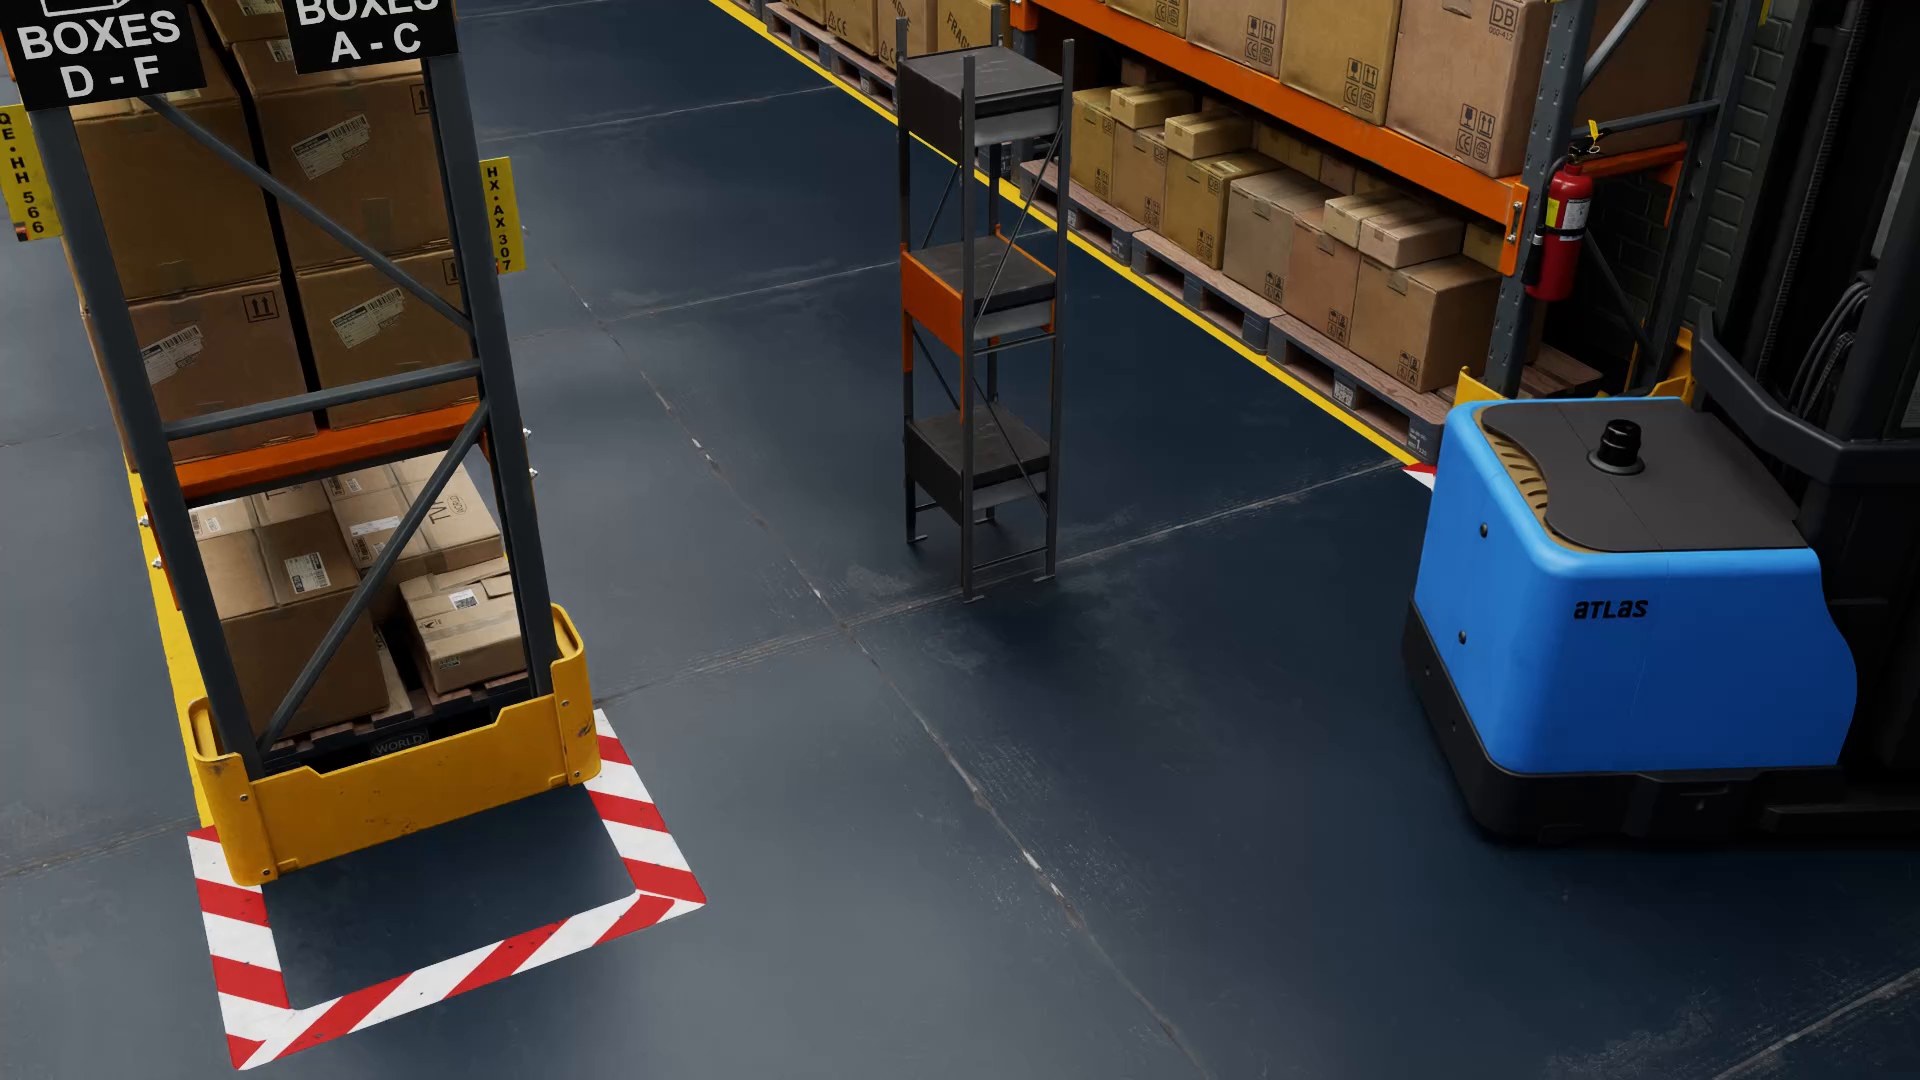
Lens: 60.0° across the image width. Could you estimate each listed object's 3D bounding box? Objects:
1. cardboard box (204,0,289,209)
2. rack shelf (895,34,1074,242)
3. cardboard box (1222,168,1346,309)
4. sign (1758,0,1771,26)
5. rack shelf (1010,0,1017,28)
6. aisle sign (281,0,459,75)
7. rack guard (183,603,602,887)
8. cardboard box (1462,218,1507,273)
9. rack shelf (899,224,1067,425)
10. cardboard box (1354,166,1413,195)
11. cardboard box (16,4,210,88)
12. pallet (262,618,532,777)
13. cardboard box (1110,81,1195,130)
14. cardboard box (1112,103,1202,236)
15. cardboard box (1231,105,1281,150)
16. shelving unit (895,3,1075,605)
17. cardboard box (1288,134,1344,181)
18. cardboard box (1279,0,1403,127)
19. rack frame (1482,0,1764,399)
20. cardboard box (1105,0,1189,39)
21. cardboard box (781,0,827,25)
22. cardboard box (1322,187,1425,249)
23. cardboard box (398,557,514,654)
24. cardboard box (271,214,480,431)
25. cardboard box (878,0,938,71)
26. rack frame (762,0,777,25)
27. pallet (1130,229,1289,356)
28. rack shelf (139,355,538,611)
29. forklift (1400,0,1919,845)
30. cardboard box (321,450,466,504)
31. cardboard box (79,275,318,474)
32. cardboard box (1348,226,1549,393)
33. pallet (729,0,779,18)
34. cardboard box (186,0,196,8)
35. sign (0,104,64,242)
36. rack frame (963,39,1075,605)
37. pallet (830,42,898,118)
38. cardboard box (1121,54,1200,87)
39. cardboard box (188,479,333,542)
[{"bbox_3d":[-1.961,-1.370,5.088,0.500,0.500,0.500,-15,36,-23],"label":"cardboard box"},{"bbox_3d":[0.077,-1.383,5.690,0.431,0.518,0.480,-16,36,-23],"label":"rack shelf"},{"bbox_3d":[1.760,-1.541,8.303,0.700,0.500,0.500,-17,36,-25],"label":"cardboard box"},{"bbox_3d":[3.137,-2.164,6.471,0.100,0.325,0.005,-16,36,-23],"label":"sign"},{"bbox_3d":[-0.154,-4.190,11.176,1.077,0.370,4.000,-16,36,-23],"label":"rack shelf"},{"bbox_3d":[-1.446,-1.517,3.928,0.394,0.787,0.004,-16,36,-23],"label":"aisle sign"},{"bbox_3d":[-1.773,0.635,5.296,1.175,0.500,0.348,-16,36,-23],"label":"rack guard"},{"bbox_3d":[2.464,-1.326,7.366,0.380,0.149,0.250,-16,36,-23],"label":"cardboard box"},{"bbox_3d":[0.077,-0.794,6.068,0.431,0.518,0.480,-16,36,-23],"label":"rack shelf"},{"bbox_3d":[2.111,-1.687,7.929,0.380,0.149,0.250,-16,36,-23],"label":"cardboard box"},{"bbox_3d":[-2.424,-1.229,4.868,0.500,0.500,0.500,-15,36,-22],"label":"cardboard box"},{"bbox_3d":[-2.145,0.376,5.967,1.003,0.211,1.213,-16,36,-23],"label":"pallet"},{"bbox_3d":[1.035,-2.343,8.954,0.380,0.149,0.250,-15,35,-22],"label":"cardboard box"},{"bbox_3d":[1.268,-2.039,9.080,0.700,0.500,0.500,-16,36,-24],"label":"cardboard box"},{"bbox_3d":[1.632,-2.175,8.690,0.380,0.149,0.250,-15,36,-23],"label":"cardboard box"},{"bbox_3d":[0.077,-0.805,6.060,0.431,2.100,0.503,-16,36,-23],"label":"shelving unit"},{"bbox_3d":[1.871,-1.931,8.310,0.380,0.149,0.250,-15,36,-23],"label":"cardboard box"},{"bbox_3d":[2.048,-2.341,7.345,0.980,0.700,0.700,-16,36,-23],"label":"cardboard box"},{"bbox_3d":[2.643,-1.629,6.512,1.000,3.000,0.127,-16,36,-23],"label":"rack frame"},{"bbox_3d":[1.352,-3.052,8.455,0.980,0.700,0.700,-17,36,-24],"label":"cardboard box"},{"bbox_3d":[-0.860,-4.335,12.339,0.750,0.750,0.750,-16,36,-24],"label":"cardboard box"},{"bbox_3d":[1.888,-1.473,7.595,0.380,0.149,0.250,-15,36,-22],"label":"cardboard box"},{"bbox_3d":[-1.745,0.221,5.843,0.380,0.166,0.250,-16,36,-23],"label":"cardboard box"},{"bbox_3d":[-1.711,-0.702,4.972,0.500,0.500,0.500,-15,36,-22],"label":"cardboard box"},{"bbox_3d":[-0.057,-3.511,11.053,0.750,0.750,0.750,-15,35,-22],"label":"cardboard box"},{"bbox_3d":[-1.087,-5.447,12.471,1.000,3.000,0.127,-16,36,-23],"label":"rack frame"},{"bbox_3d":[1.637,-1.398,8.737,1.003,0.211,1.213,-16,36,-23],"label":"pallet"},{"bbox_3d":[-2.670,-1.033,6.249,1.077,0.370,4.000,-16,36,-23],"label":"rack shelf"},{"bbox_3d":[3.115,-0.569,4.921,3.031,2.935,1.130,-1,33,-2],"label":"forklift"},{"bbox_3d":[-2.206,-0.217,6.449,0.500,0.250,0.500,-16,36,-23],"label":"cardboard box"},{"bbox_3d":[-2.187,-0.569,4.764,0.500,0.500,0.500,-15,35,-22],"label":"cardboard box"},{"bbox_3d":[2.229,-1.062,7.555,0.700,0.500,0.500,-16,36,-23],"label":"cardboard box"},{"bbox_3d":[-1.450,-4.646,13.806,1.003,0.211,1.213,-16,36,-23],"label":"pallet"},{"bbox_3d":[-2.428,-1.852,5.841,0.500,0.500,0.500,-16,36,-24],"label":"cardboard box"},{"bbox_3d":[-2.237,-0.872,3.964,0.100,0.325,0.005,-16,36,-23],"label":"sign"},{"bbox_3d":[0.191,-0.689,5.878,0.400,2.100,0.015,-16,36,-23],"label":"rack frame"},{"bbox_3d":[-0.221,-3.296,11.699,1.003,0.211,1.213,-16,36,-23],"label":"pallet"},{"bbox_3d":[1.145,-2.672,9.466,0.380,0.149,0.250,-16,36,-23],"label":"cardboard box"},{"bbox_3d":[-2.625,-0.067,6.215,0.500,0.250,0.500,-16,36,-23],"label":"cardboard box"}]
